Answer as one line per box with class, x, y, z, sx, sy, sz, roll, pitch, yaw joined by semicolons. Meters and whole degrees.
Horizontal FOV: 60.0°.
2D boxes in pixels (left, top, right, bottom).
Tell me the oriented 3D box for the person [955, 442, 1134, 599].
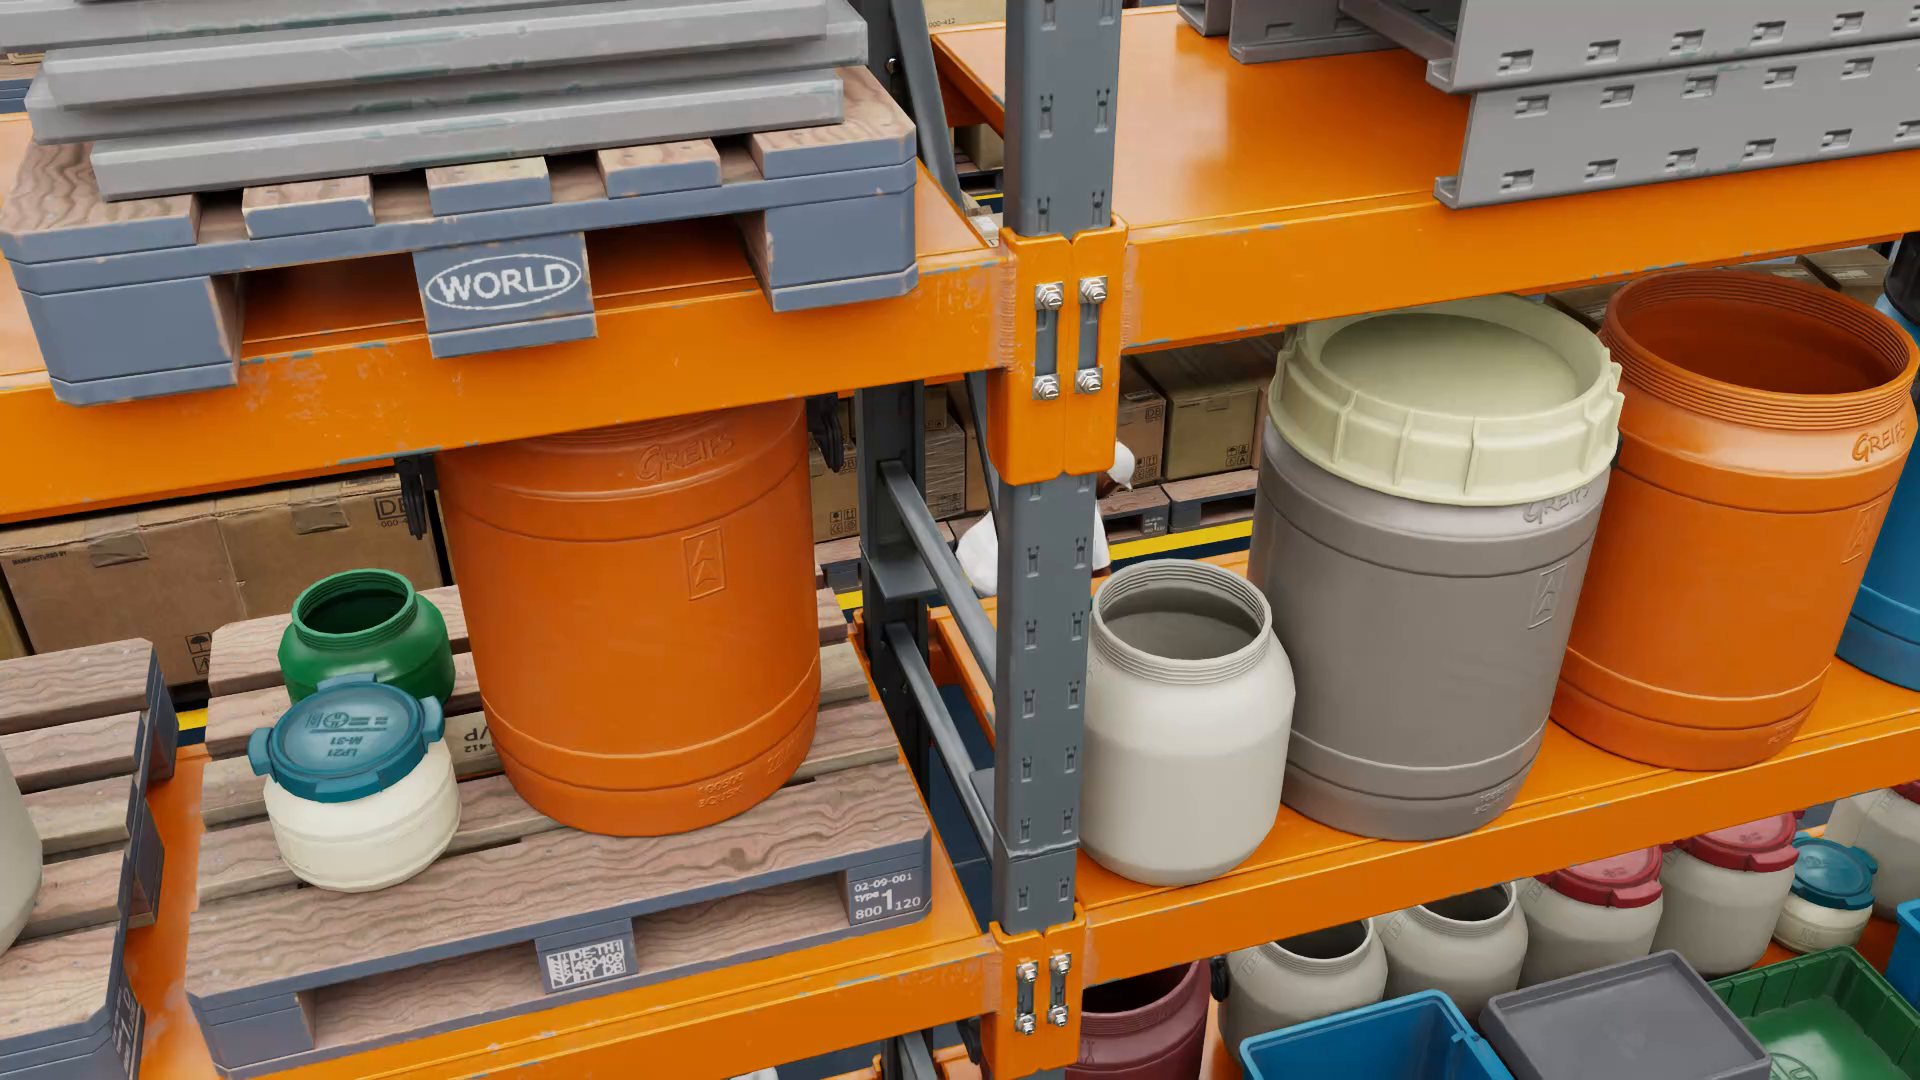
person;0.402;0.088;7.856;0.862;1.140;0.611;-10;35;-15
